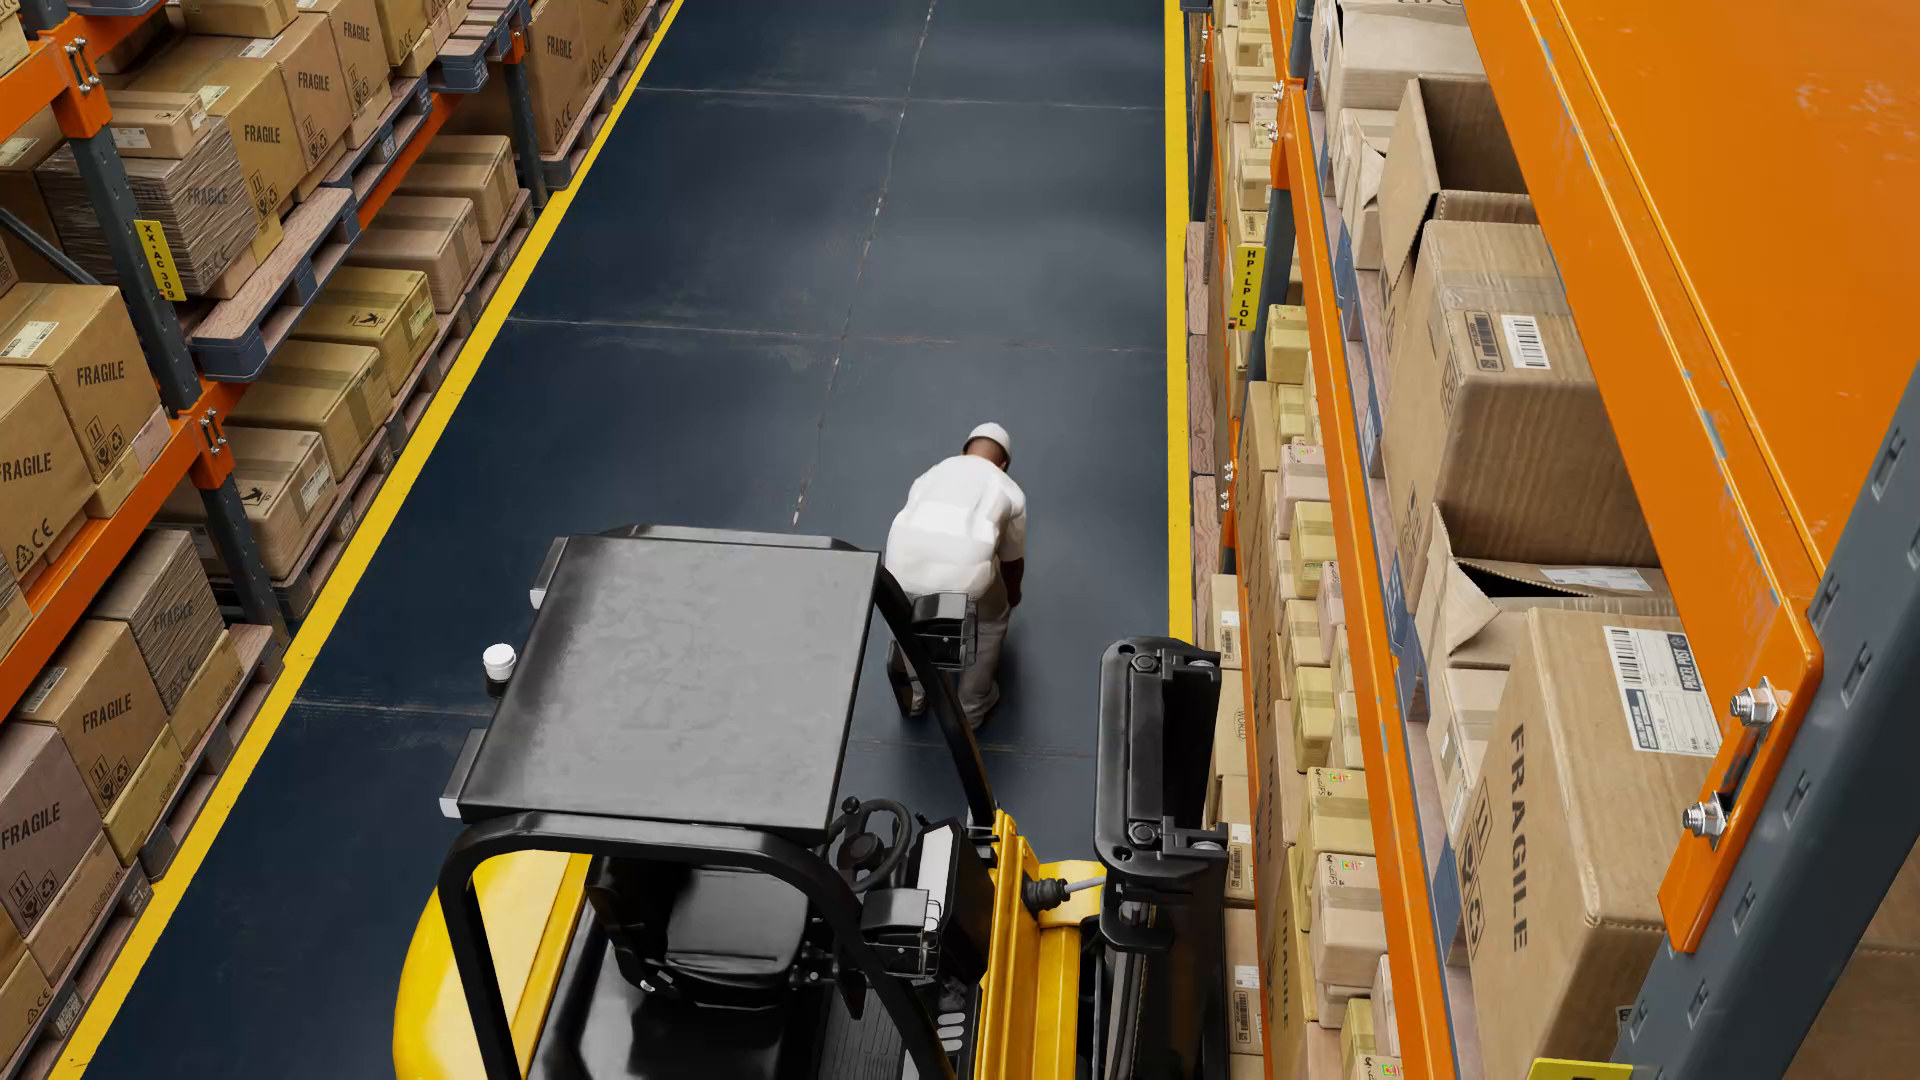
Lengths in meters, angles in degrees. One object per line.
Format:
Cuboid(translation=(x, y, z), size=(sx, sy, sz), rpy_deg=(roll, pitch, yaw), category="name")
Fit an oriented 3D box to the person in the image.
Cuboid(translation=(0.005, 0.135, 6.814), size=(0.485, 1.064, 0.982), rpy_deg=(11, 41, 12), category="person")
